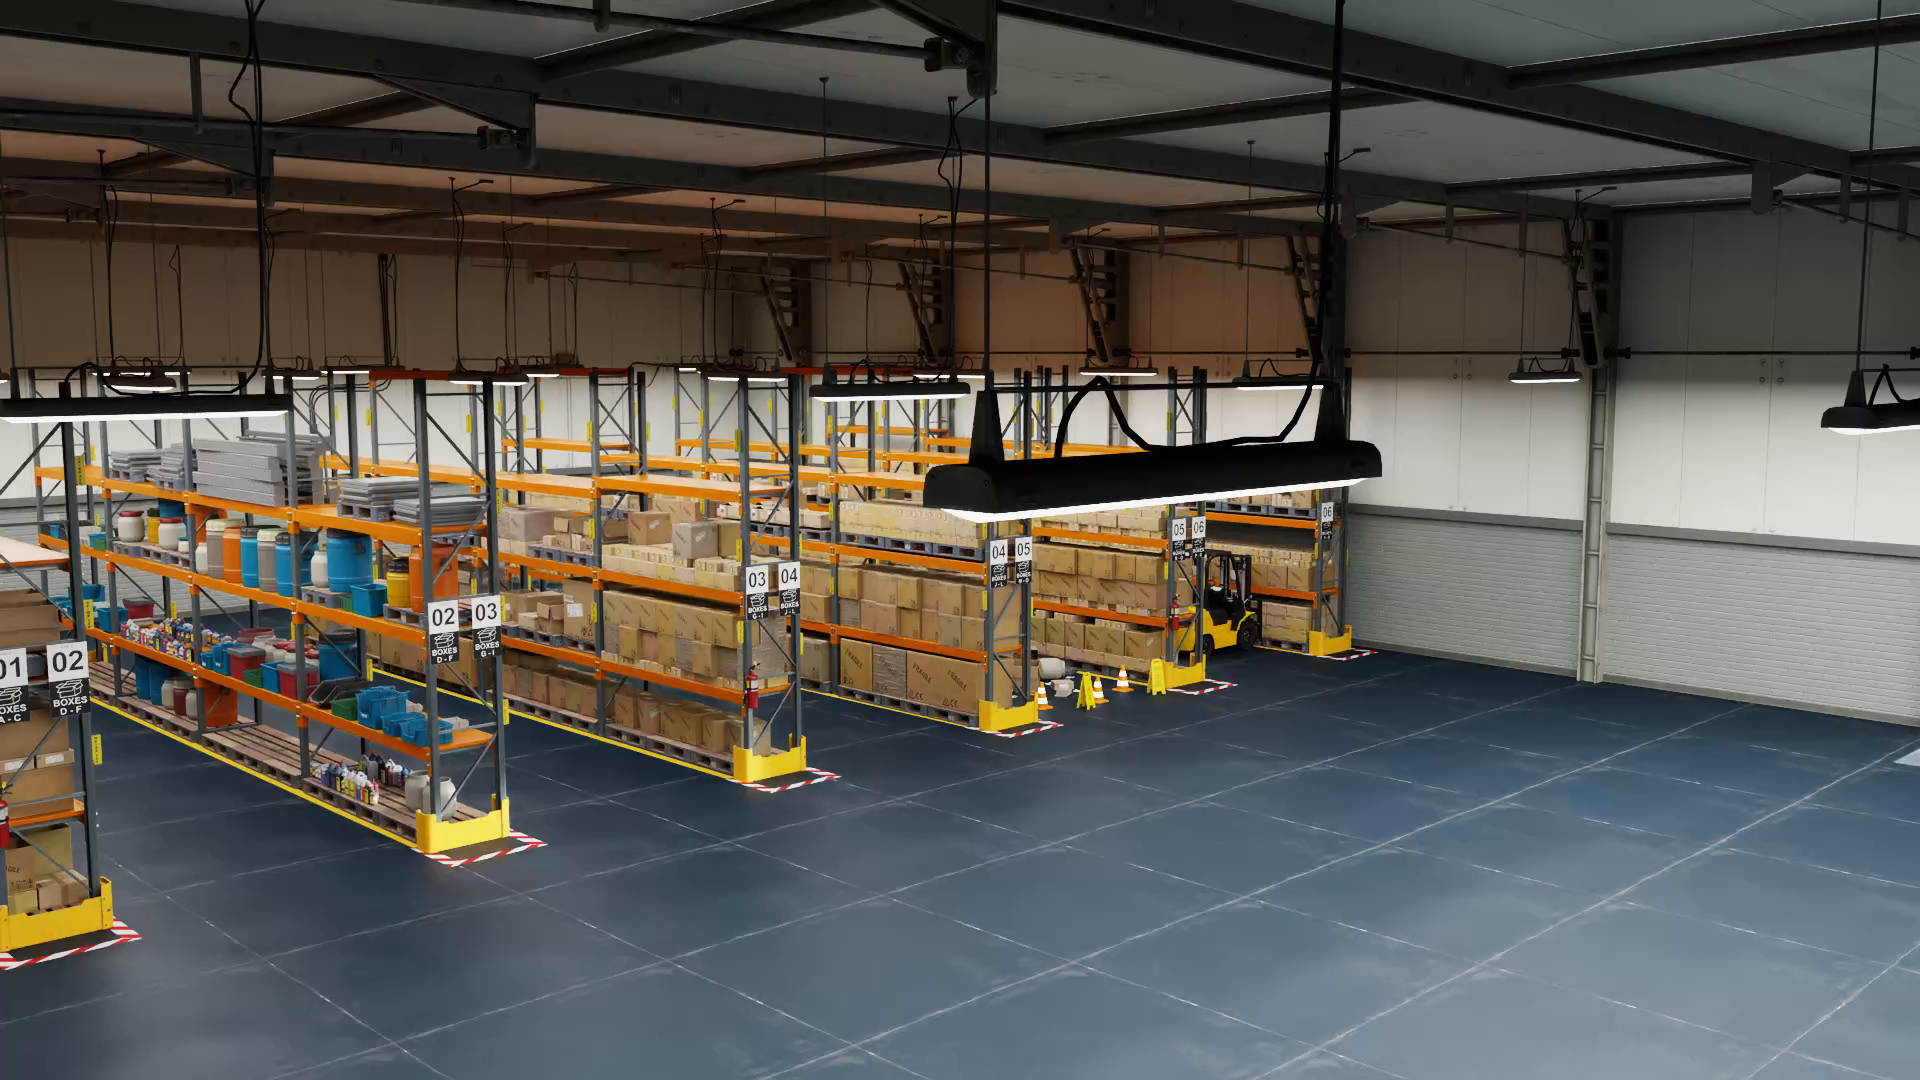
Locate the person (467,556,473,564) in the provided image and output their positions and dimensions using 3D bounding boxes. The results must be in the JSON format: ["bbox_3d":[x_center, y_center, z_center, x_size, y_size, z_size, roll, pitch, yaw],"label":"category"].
[{"bbox_3d":[-11.074,1.215,37.783,0.715,1.760,0.634,-5,8,-35],"label":"person"}]

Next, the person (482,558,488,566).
[{"bbox_3d":[-11.563,1.026,39.954,0.620,1.610,0.531,5,8,37],"label":"person"}]
